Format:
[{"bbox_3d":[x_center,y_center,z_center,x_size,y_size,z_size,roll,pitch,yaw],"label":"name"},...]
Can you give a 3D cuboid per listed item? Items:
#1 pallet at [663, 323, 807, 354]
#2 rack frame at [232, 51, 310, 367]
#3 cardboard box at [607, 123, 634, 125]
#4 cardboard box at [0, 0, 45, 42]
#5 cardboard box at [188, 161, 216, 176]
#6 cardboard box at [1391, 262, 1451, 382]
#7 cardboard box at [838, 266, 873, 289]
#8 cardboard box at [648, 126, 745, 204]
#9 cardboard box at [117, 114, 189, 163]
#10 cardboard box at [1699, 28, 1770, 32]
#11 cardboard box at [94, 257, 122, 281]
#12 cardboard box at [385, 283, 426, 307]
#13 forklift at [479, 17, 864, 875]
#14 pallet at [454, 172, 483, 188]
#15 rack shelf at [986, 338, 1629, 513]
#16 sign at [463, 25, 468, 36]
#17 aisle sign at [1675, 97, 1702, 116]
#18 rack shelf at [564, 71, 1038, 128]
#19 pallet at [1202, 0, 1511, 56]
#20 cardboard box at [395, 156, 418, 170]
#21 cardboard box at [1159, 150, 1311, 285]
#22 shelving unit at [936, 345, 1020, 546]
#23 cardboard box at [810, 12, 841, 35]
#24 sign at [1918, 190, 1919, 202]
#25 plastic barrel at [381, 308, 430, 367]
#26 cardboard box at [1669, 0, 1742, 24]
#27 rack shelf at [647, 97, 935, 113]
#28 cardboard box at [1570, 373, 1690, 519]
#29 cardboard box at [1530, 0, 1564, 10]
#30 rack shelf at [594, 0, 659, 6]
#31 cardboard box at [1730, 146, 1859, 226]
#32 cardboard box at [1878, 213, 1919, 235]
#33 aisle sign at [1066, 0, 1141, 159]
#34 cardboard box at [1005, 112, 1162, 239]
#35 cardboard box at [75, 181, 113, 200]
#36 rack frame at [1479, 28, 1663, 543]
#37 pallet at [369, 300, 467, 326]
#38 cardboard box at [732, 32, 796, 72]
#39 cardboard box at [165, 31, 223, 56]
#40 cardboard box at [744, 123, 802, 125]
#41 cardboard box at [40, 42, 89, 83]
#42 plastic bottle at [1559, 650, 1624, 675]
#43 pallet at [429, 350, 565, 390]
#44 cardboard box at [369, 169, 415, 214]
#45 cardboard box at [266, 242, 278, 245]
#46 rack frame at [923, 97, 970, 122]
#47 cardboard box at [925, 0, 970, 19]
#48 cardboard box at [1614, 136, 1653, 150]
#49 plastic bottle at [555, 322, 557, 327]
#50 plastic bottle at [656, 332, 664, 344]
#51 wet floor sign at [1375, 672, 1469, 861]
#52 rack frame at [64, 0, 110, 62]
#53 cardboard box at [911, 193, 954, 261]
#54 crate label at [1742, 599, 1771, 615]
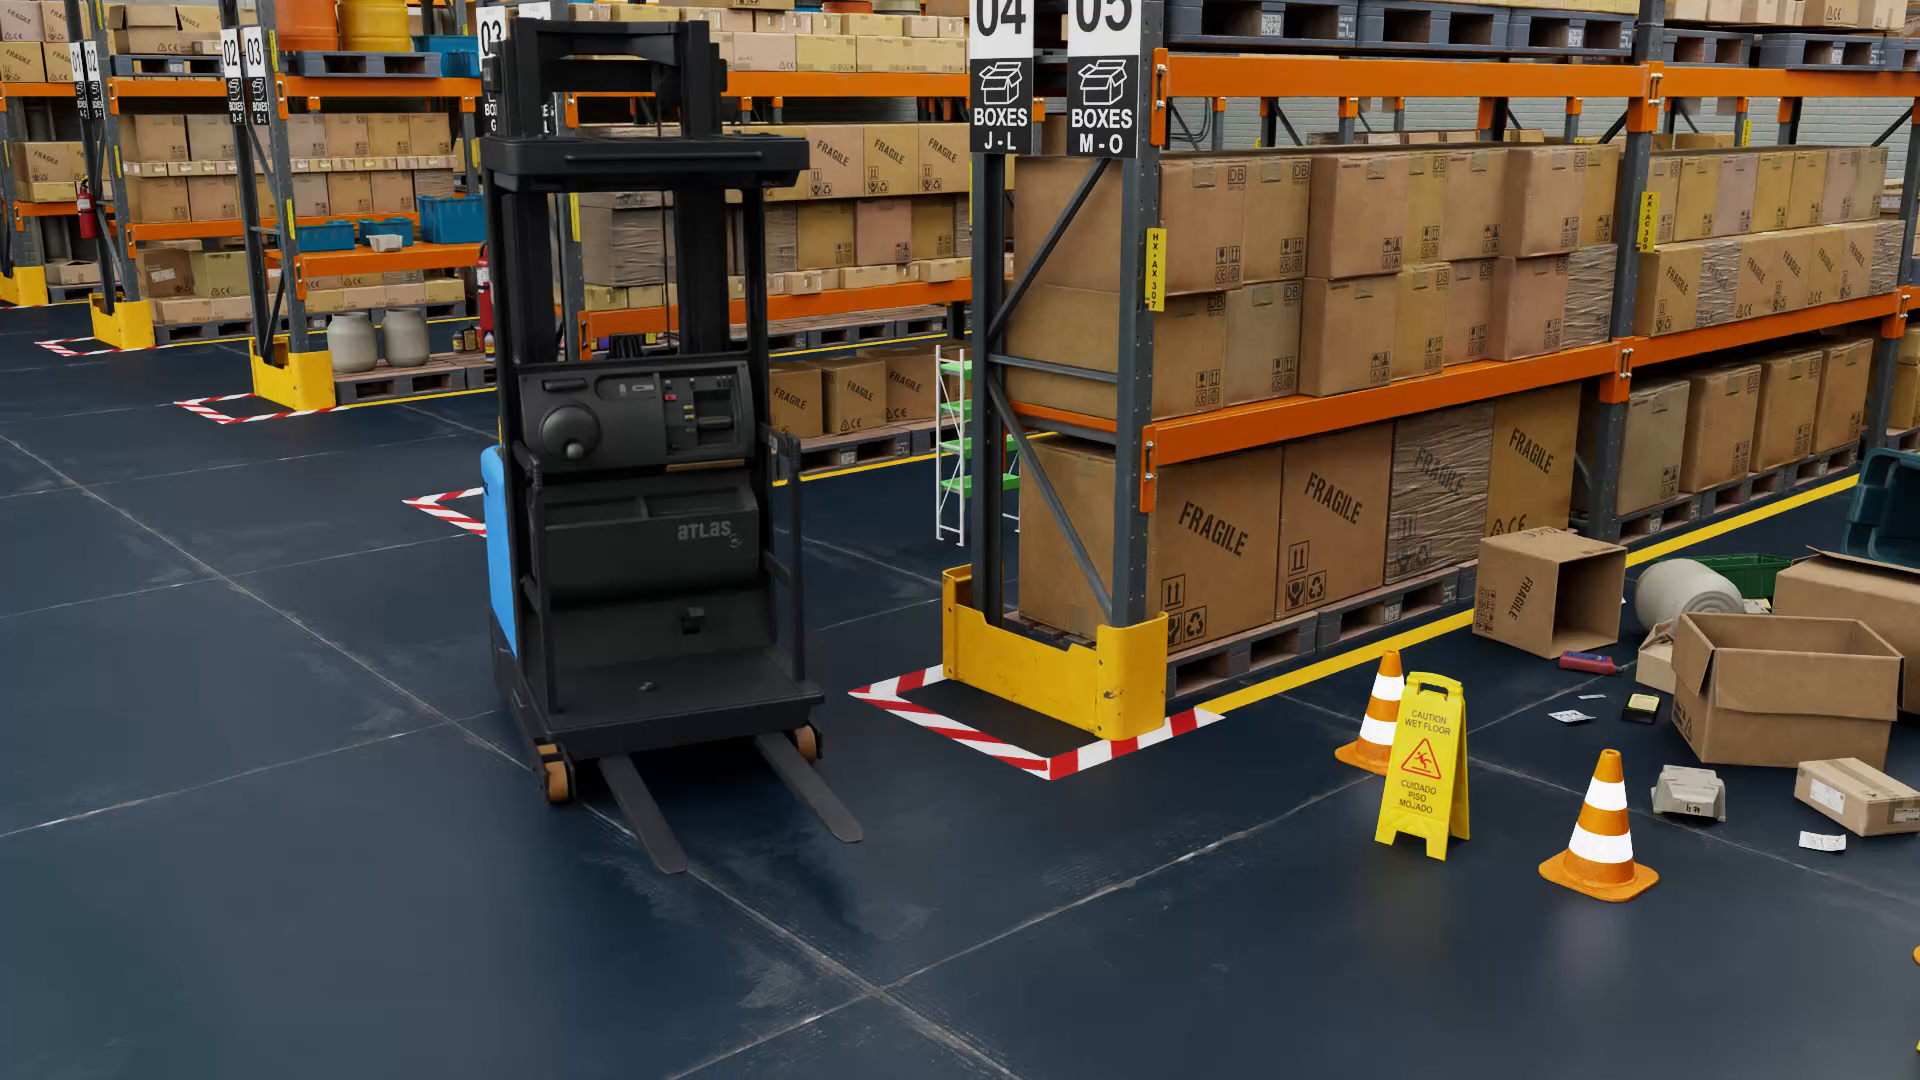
[{"bbox_3d":[-2.423,-2.153,17.902,1.213,0.211,1.003,-13,19,-39],"label":"pallet"},{"bbox_3d":[-6.008,-2.682,14.479,0.127,3.000,1.000,-13,19,-39],"label":"rack frame"},{"bbox_3d":[-5.559,-6.648,27.064,0.500,0.250,0.500,-13,20,-40],"label":"cardboard box"},{"bbox_3d":[-12.061,-6.619,21.236,0.500,0.500,0.500,14,21,43],"label":"cardboard box"},{"bbox_3d":[-8.433,-4.121,18.414,0.250,0.149,0.380,-13,19,-39],"label":"cardboard box"},{"bbox_3d":[1.952,-1.145,8.434,0.500,0.550,0.875,-13,19,-39],"label":"cardboard box"},{"bbox_3d":[-0.849,-1.929,12.148,0.250,0.149,0.380,-13,19,-39],"label":"cardboard box"},{"bbox_3d":[-1.781,-2.517,11.151,0.500,0.500,0.500,-13,19,-39],"label":"cardboard box"},{"bbox_3d":[-8.856,-4.408,18.232,0.500,0.500,0.700,-13,19,-39],"label":"cardboard box"},{"bbox_3d":[5.003,-3.496,10.879,0.500,0.311,0.500,-13,20,-40],"label":"cardboard box"},{"bbox_3d":[-11.500,-3.721,22.725,0.500,0.311,0.500,-11,18,-35],"label":"cardboard box"},{"bbox_3d":[-6.829,-2.995,20.166,0.500,0.250,0.500,-13,19,-39],"label":"cardboard box"},{"bbox_3d":[-1.211,-0.519,6.512,1.130,2.935,3.031,-6,16,-22],"label":"forklift"},{"bbox_3d":[-7.943,-5.530,25.513,1.213,0.211,1.003,-13,19,-39],"label":"pallet"},{"bbox_3d":[1.932,-0.727,8.552,4.000,0.370,1.077,-13,19,-39],"label":"rack shelf"},{"bbox_3d":[-5.873,-5.954,19.761,0.005,0.325,0.100,-13,19,-39],"label":"sign"},{"bbox_3d":[9.171,-5.755,20.946,0.004,0.787,0.394,-13,19,-39],"label":"aisle sign"},{"bbox_3d":[-1.248,-3.159,11.844,4.000,0.370,1.077,-13,19,-39],"label":"rack shelf"},{"bbox_3d":[1.897,-2.477,8.071,1.213,0.211,1.003,-13,19,-39],"label":"pallet"},{"bbox_3d":[-6.687,-4.512,19.880,0.250,0.149,0.380,-13,20,-41],"label":"cardboard box"},{"bbox_3d":[1.083,-1.496,7.655,0.550,0.550,0.875,-13,19,-39],"label":"cardboard box"},{"bbox_3d":[0.125,-0.608,10.200,0.503,1.200,0.258,-13,19,-39],"label":"shelving unit"},{"bbox_3d":[-1.047,-3.601,11.624,0.250,0.149,0.380,-14,20,-41],"label":"cardboard box"},{"bbox_3d":[6.825,-2.542,11.712,0.005,0.325,0.100,-13,19,-39],"label":"sign"},{"bbox_3d":[-5.183,-1.895,15.537,0.421,0.512,0.421,0,15,0],"label":"plastic barrel"},{"bbox_3d":[4.386,-3.119,9.782,0.380,0.149,0.250,-13,19,-39],"label":"cardboard box"},{"bbox_3d":[-1.481,-4.800,17.990,4.000,0.370,1.077,-13,19,-39],"label":"rack shelf"},{"bbox_3d":[3.850,-0.652,10.423,0.750,0.750,1.050,-13,20,-40],"label":"cardboard box"},{"bbox_3d":[2.799,-2.738,8.354,0.250,0.149,0.380,-13,19,-39],"label":"cardboard box"},{"bbox_3d":[-4.967,-8.663,27.412,4.000,0.370,1.077,-13,19,-39],"label":"rack shelf"},{"bbox_3d":[5.732,-2.462,11.523,0.500,0.500,0.700,-13,20,-40],"label":"cardboard box"},{"bbox_3d":[6.955,-2.359,12.364,0.250,0.149,0.380,-12,19,-37],"label":"cardboard box"},{"bbox_3d":[0.567,-1.921,6.591,0.004,0.787,0.394,-13,19,-39],"label":"aisle sign"},{"bbox_3d":[0.952,-2.996,13.677,1.000,1.000,1.000,-12,19,-39],"label":"cardboard box"},{"bbox_3d":[-11.552,-4.660,22.134,0.500,0.250,0.500,-13,20,-41],"label":"cardboard box"},{"bbox_3d":[3.441,-1.413,9.727,0.127,3.000,1.000,-13,19,-39],"label":"rack frame"},{"bbox_3d":[-6.866,-2.851,20.515,1.213,0.211,1.003,-13,19,-39],"label":"pallet"},{"bbox_3d":[-1.462,-3.298,11.262,0.500,0.250,0.500,-13,20,-40],"label":"cardboard box"},{"bbox_3d":[-8.561,-5.541,18.574,0.500,0.250,0.500,-13,19,-39],"label":"cardboard box"},{"bbox_3d":[-1.369,-2.788,12.166,0.500,0.500,0.500,-13,19,-39],"label":"cardboard box"},{"bbox_3d":[-11.666,-6.210,21.642,0.500,0.500,0.500,-11,19,-36],"label":"cardboard box"},{"bbox_3d":[3.017,0.589,7.927,0.283,0.061,0.133,8,17,28],"label":"plastic bottle"},{"bbox_3d":[-4.445,-1.699,16.203,1.213,0.211,1.003,-13,19,-39],"label":"pallet"},{"bbox_3d":[-6.963,-4.206,19.991,0.500,0.500,0.700,-13,20,-40],"label":"cardboard box"},{"bbox_3d":[-7.924,-3.289,19.814,0.500,0.500,0.500,-13,19,-39],"label":"cardboard box"},{"bbox_3d":[-0.204,-5.680,25.702,0.127,3.000,1.000,-13,19,-39],"label":"rack frame"},{"bbox_3d":[0.089,-4.153,12.432,0.500,0.500,0.500,-13,20,-41],"label":"cardboard box"},{"bbox_3d":[7.591,-4.387,19.122,0.500,0.500,0.500,-13,20,-41],"label":"cardboard box"},{"bbox_3d":[-4.100,-2.134,16.862,0.097,0.271,0.097,0,15,0],"label":"plastic bottle"},{"bbox_3d":[-3.059,-2.098,16.863,0.097,0.201,0.097,0,15,0],"label":"plastic bottle"},{"bbox_3d":[1.701,0.792,6.033,0.267,0.644,0.232,12,19,37],"label":"wet floor sign"},{"bbox_3d":[-9.256,-6.546,17.318,0.127,3.000,1.000,-13,19,-39],"label":"rack frame"},{"bbox_3d":[-0.519,-2.446,12.823,0.500,0.500,0.875,-13,19,-39],"label":"cardboard box"},{"bbox_3d":[3.988,0.395,8.505,0.298,0.136,0.250,2,15,9],"label":"crate label"}]
